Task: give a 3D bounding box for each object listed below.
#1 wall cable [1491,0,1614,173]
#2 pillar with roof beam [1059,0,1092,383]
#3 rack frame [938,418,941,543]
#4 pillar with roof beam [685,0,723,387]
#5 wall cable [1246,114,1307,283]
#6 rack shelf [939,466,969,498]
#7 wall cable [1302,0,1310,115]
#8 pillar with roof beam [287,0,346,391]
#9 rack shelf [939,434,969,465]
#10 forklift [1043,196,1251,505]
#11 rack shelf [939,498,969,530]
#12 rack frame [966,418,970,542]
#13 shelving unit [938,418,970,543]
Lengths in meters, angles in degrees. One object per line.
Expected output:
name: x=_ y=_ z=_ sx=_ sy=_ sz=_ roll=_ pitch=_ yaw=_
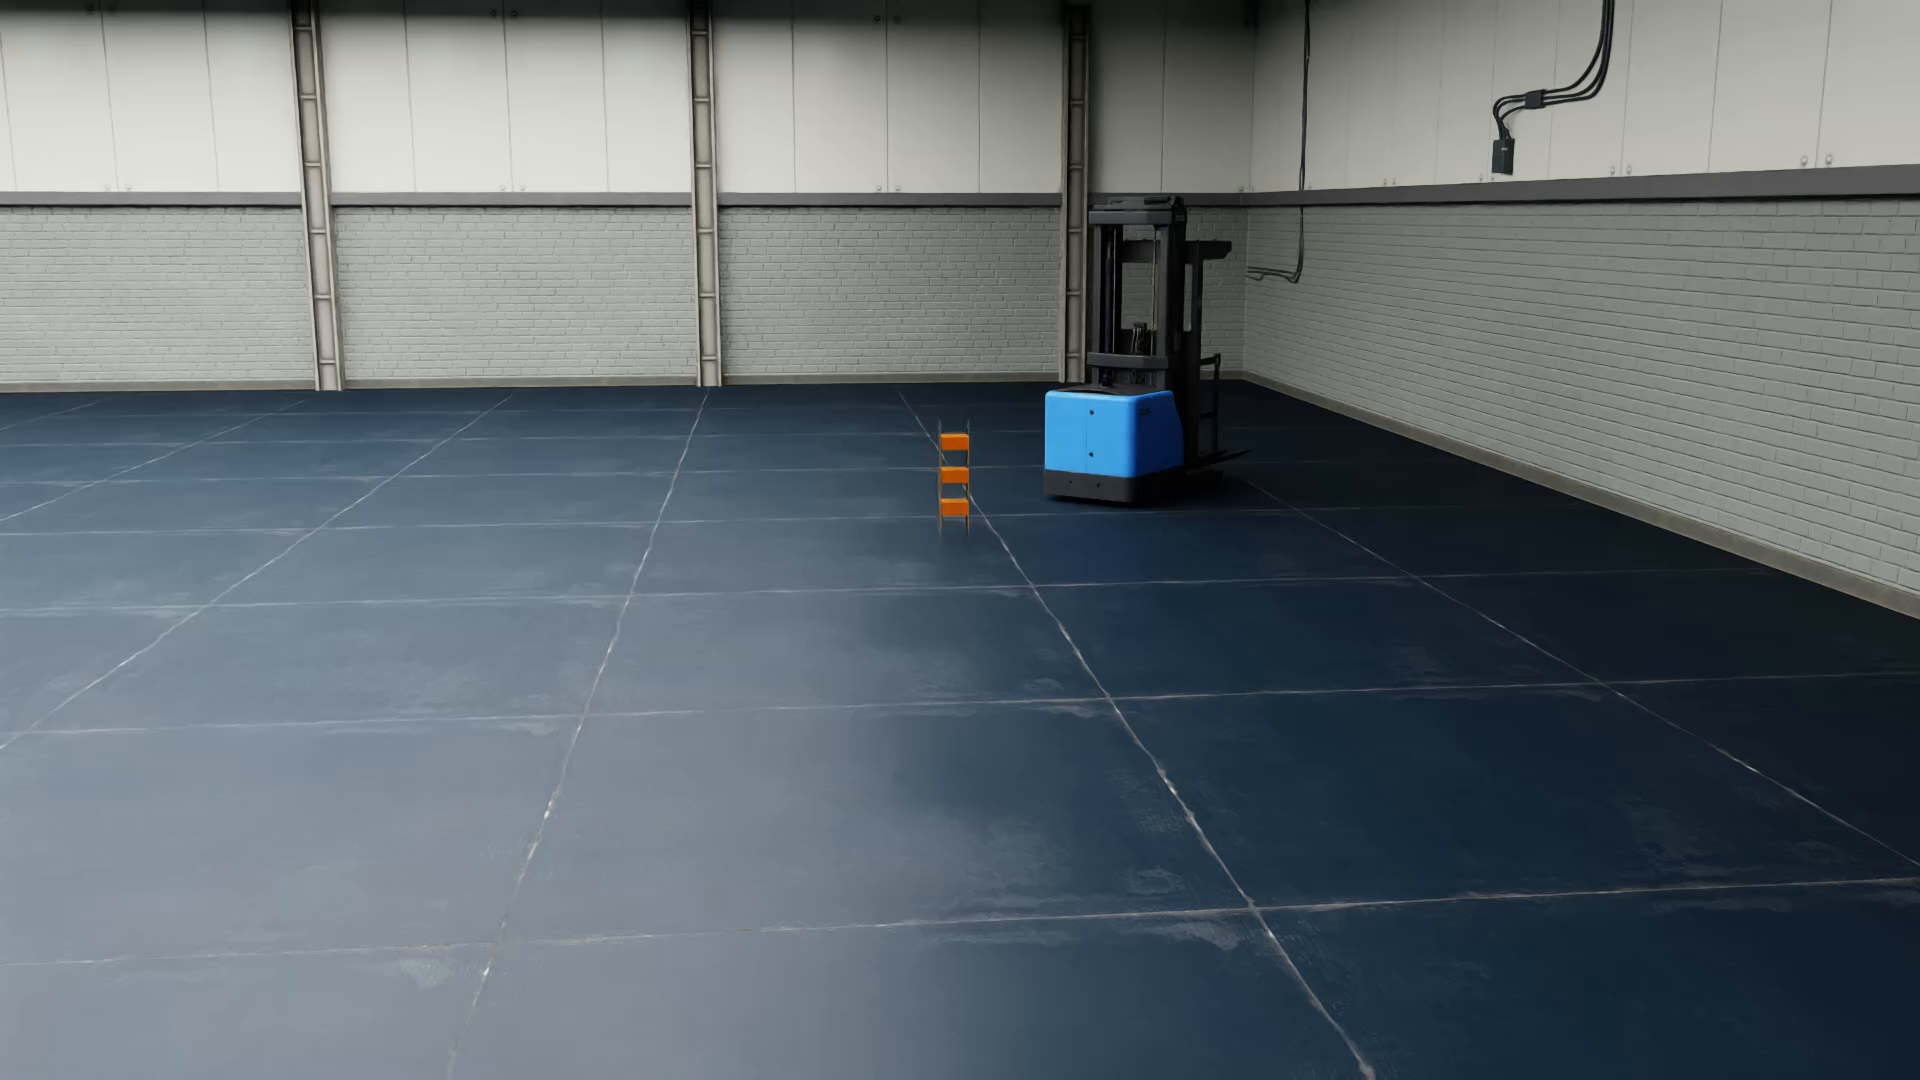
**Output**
wall cable: x=5.952 y=-6.725 z=16.430 sx=0.169 sy=6.003 sz=2.305 roll=-1 pitch=11 yaw=-6
pillar with roof beam: x=2.336 y=-6.244 z=22.799 sx=0.548 sy=9.000 sz=9.100 roll=-1 pitch=11 yaw=-6
rack frame: x=-0.174 y=-0.511 z=14.248 sx=0.008 sy=1.050 sz=0.200 roll=-1 pitch=11 yaw=-6
pillar with roof beam: x=-3.629 y=-6.119 z=22.163 sx=0.548 sy=9.000 sz=9.100 roll=-1 pitch=11 yaw=-6
wall cable: x=4.943 y=-5.353 z=26.320 sx=0.112 sy=2.526 sz=3.097 roll=-1 pitch=11 yaw=-6
rack shelf: x=-0.053 y=-0.504 z=14.263 sx=0.240 sy=0.259 sz=0.215 roll=-1 pitch=11 yaw=-6
wall cable: x=5.235 y=-7.313 z=23.194 sx=0.112 sy=2.526 sz=3.097 roll=-1 pitch=11 yaw=-6
pillar with roof beam: x=-9.594 y=-5.994 z=21.527 sx=0.400 sy=9.000 sz=9.100 roll=-1 pitch=11 yaw=-6
rack shelf: x=-0.053 y=-0.782 z=14.208 sx=0.240 sy=0.259 sz=0.215 roll=-1 pitch=11 yaw=-6
forklift: x=2.068 y=-2.014 z=17.013 sx=1.130 sy=2.935 sz=3.031 roll=8 pitch=13 yaw=34
rack shelf: x=-0.053 y=-0.231 z=14.317 sx=0.240 sy=0.259 sz=0.215 roll=-1 pitch=11 yaw=-6
rack frame: x=0.068 y=-0.517 z=14.274 sx=0.008 sy=1.050 sz=0.200 roll=-1 pitch=11 yaw=-6
shelving unit: x=-0.053 y=-0.514 z=14.261 sx=0.252 sy=1.050 sz=0.215 roll=-1 pitch=11 yaw=-6
